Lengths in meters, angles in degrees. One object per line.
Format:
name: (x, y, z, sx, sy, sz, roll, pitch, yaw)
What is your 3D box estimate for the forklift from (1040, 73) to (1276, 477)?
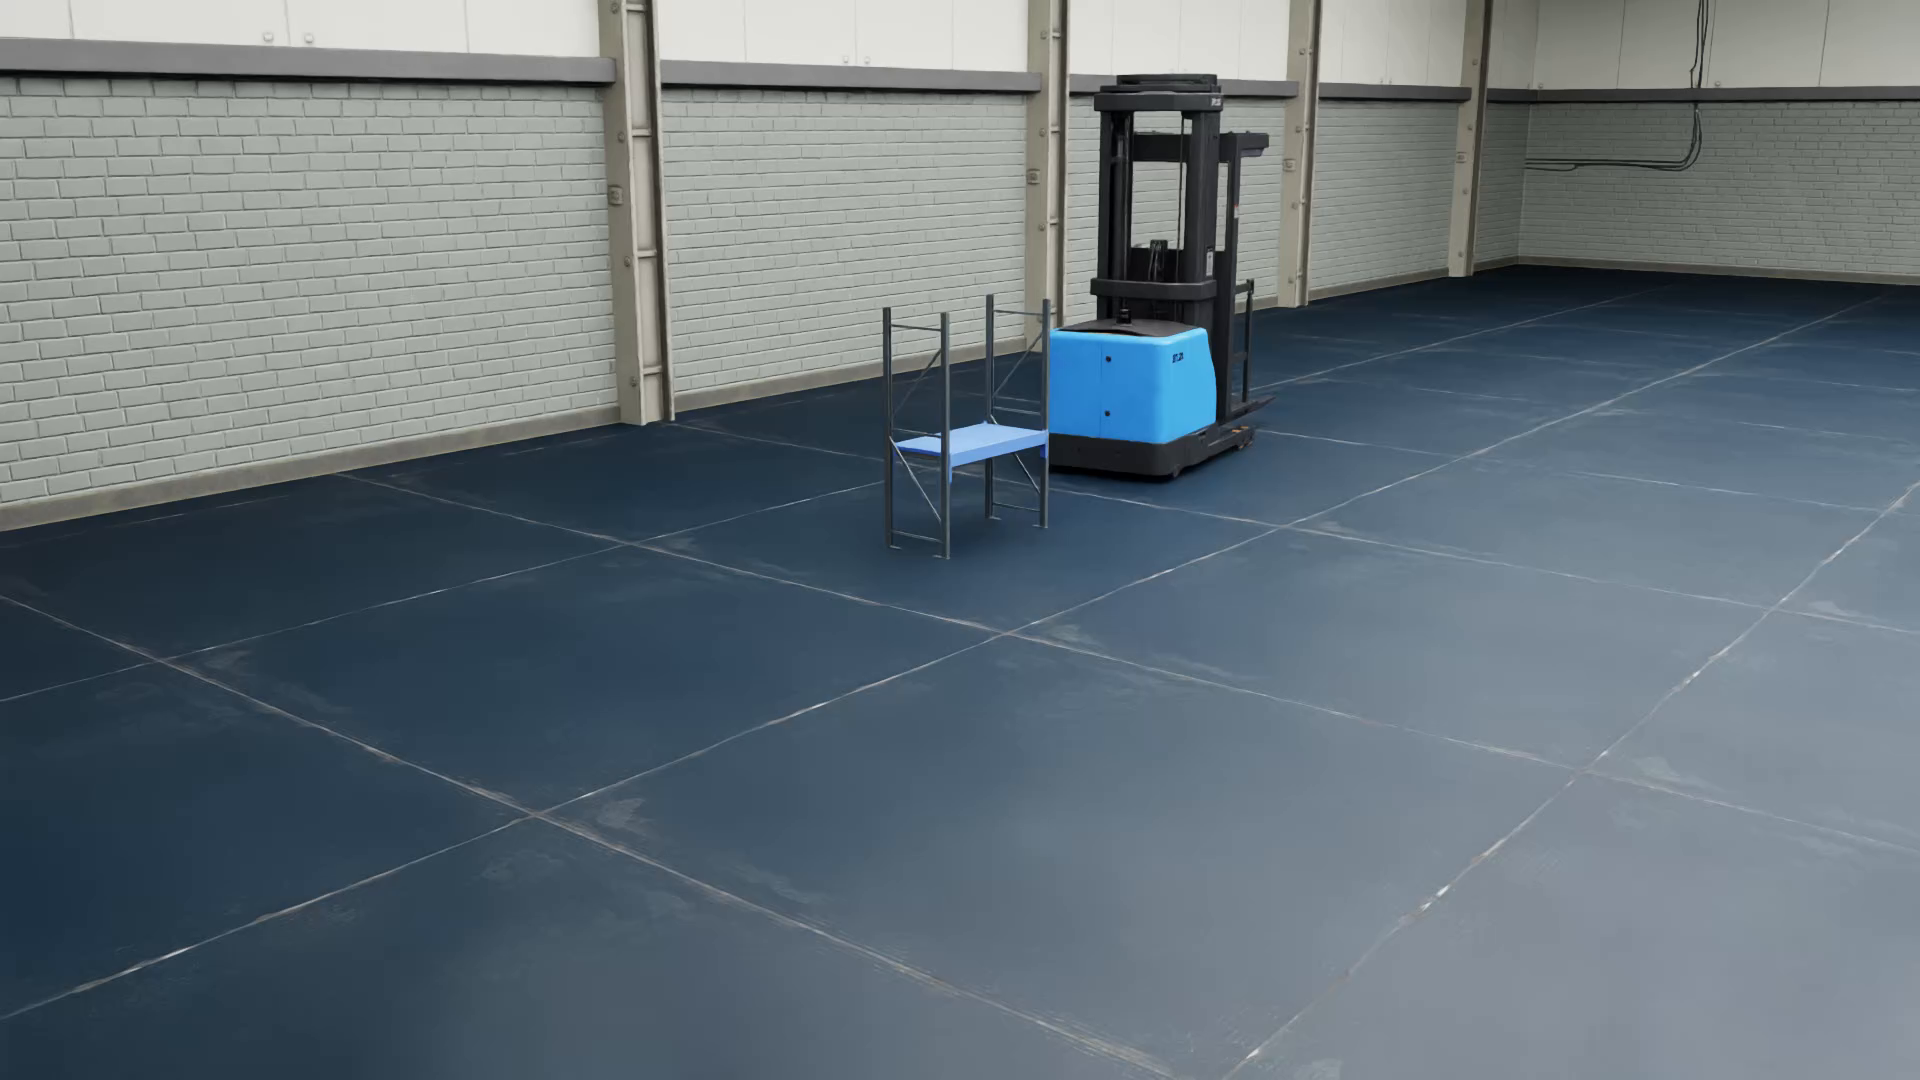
forklift: (1.773, -2.201, 13.333, 1.130, 2.935, 3.031, 8, 16, 28)

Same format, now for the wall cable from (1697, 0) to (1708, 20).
wall cable: (13.512, -9.754, 26.792, 3.097, 2.526, 0.112, 11, 18, 38)

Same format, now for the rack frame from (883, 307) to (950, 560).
rack frame: (-0.266, -0.646, 10.119, 0.500, 1.500, 0.032, 11, 18, 38)

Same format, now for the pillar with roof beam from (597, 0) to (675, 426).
pillar with roof beam: (0.563, -4.757, 11.072, 9.100, 9.000, 0.400, 11, 18, 38)

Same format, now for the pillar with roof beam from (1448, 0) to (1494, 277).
pillar with roof beam: (11.876, -8.204, 24.642, 9.100, 9.000, 0.400, 11, 18, 38)

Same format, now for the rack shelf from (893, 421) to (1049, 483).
rack shelf: (0.054, -0.569, 10.547, 0.538, 0.185, 1.000, 11, 18, 38)

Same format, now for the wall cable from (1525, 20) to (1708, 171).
wall cable: (11.408, -7.725, 29.062, 3.097, 2.526, 0.112, 11, 18, 38)

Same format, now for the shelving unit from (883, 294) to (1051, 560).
shelving unit: (0.054, -0.743, 10.503, 0.538, 1.500, 1.048, 11, 18, 38)

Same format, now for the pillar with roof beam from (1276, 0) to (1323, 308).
pillar with roof beam: (8.105, -7.055, 20.118, 9.100, 9.000, 0.400, 11, 18, 38)

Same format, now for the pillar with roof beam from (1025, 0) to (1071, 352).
pillar with roof beam: (4.334, -5.906, 15.595, 9.100, 9.000, 0.400, 11, 18, 38)

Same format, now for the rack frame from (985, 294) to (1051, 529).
rack frame: (0.373, -0.841, 10.886, 0.500, 1.500, 0.032, 11, 18, 38)
